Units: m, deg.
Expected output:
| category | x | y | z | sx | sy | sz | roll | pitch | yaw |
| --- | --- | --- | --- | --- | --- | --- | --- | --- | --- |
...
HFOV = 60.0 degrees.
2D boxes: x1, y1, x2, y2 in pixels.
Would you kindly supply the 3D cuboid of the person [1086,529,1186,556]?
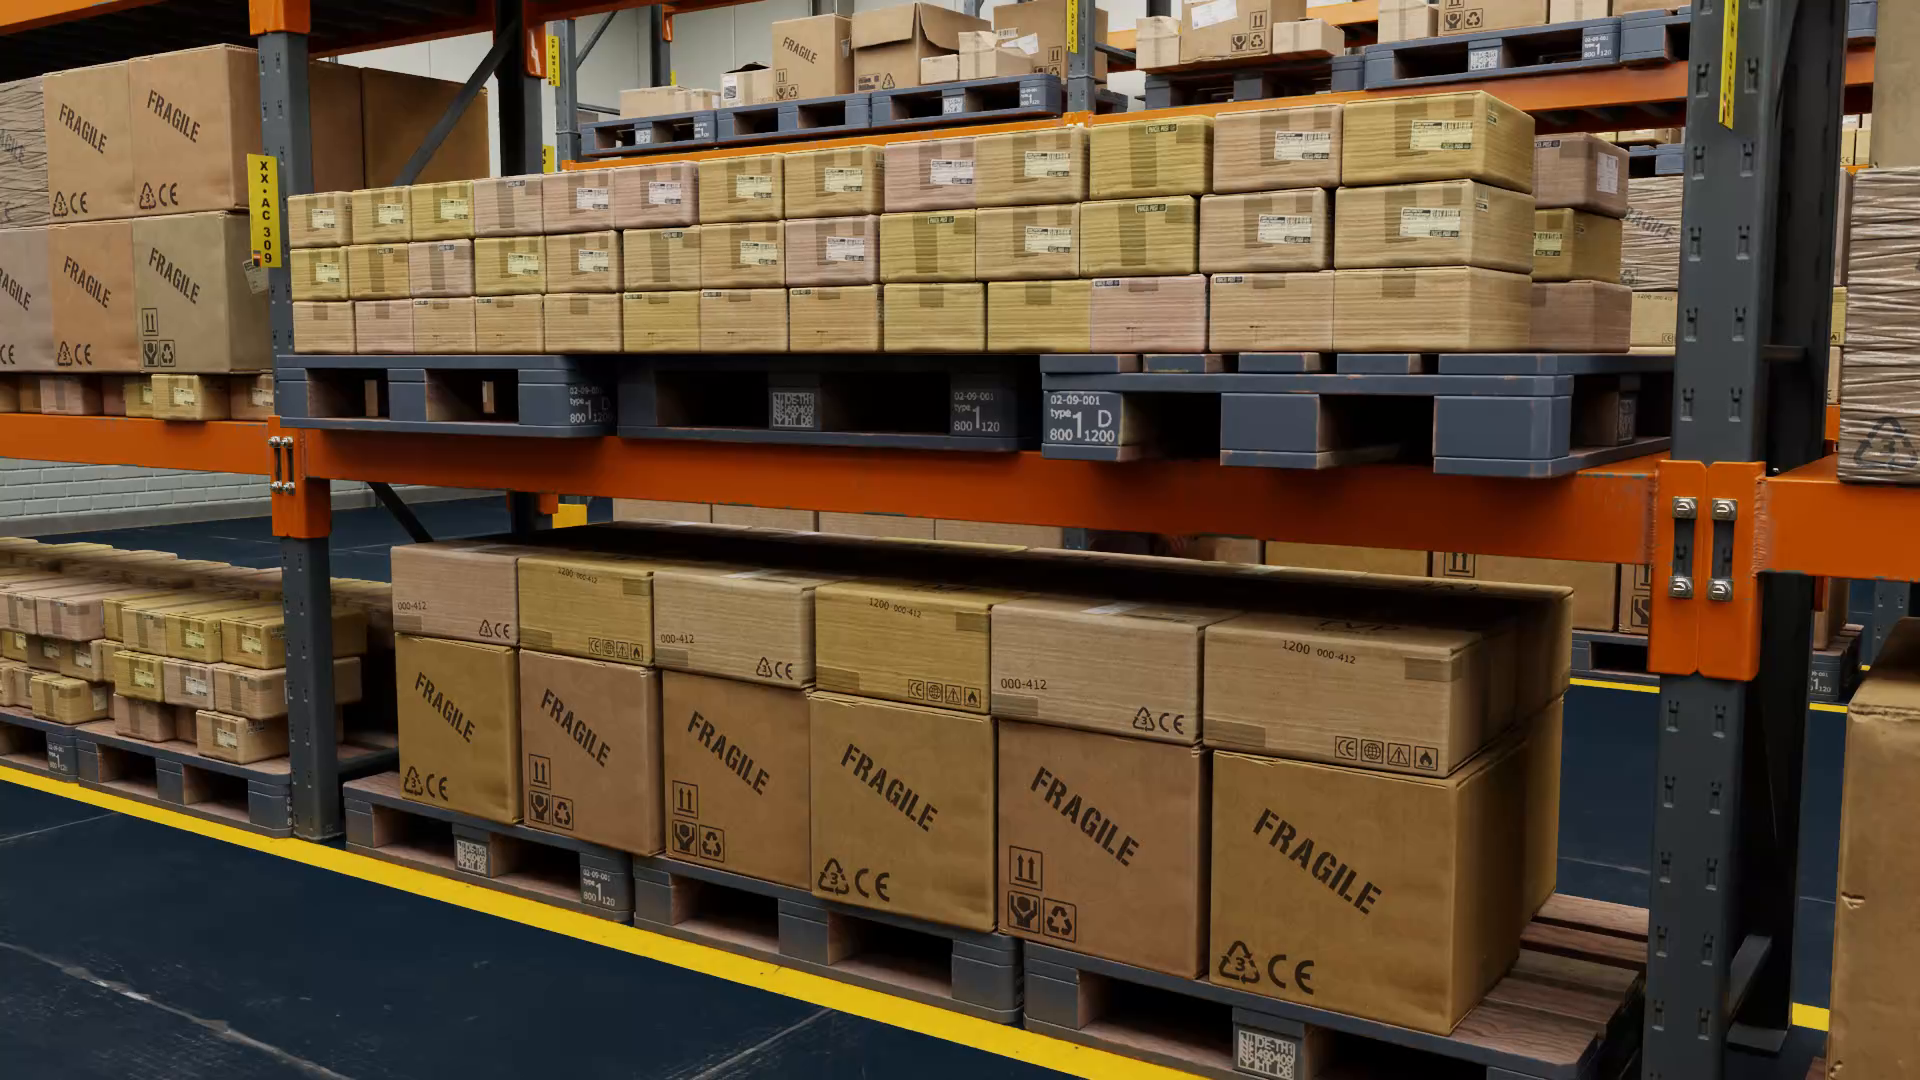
| category | x | y | z | sx | sy | sz | roll | pitch | yaw |
| --- | --- | --- | --- | --- | --- | --- | --- | --- | --- |
| person | 0.709 | -0.052 | 6.330 | 0.493 | 1.728 | 0.542 | 4 | 7 | 33 |
